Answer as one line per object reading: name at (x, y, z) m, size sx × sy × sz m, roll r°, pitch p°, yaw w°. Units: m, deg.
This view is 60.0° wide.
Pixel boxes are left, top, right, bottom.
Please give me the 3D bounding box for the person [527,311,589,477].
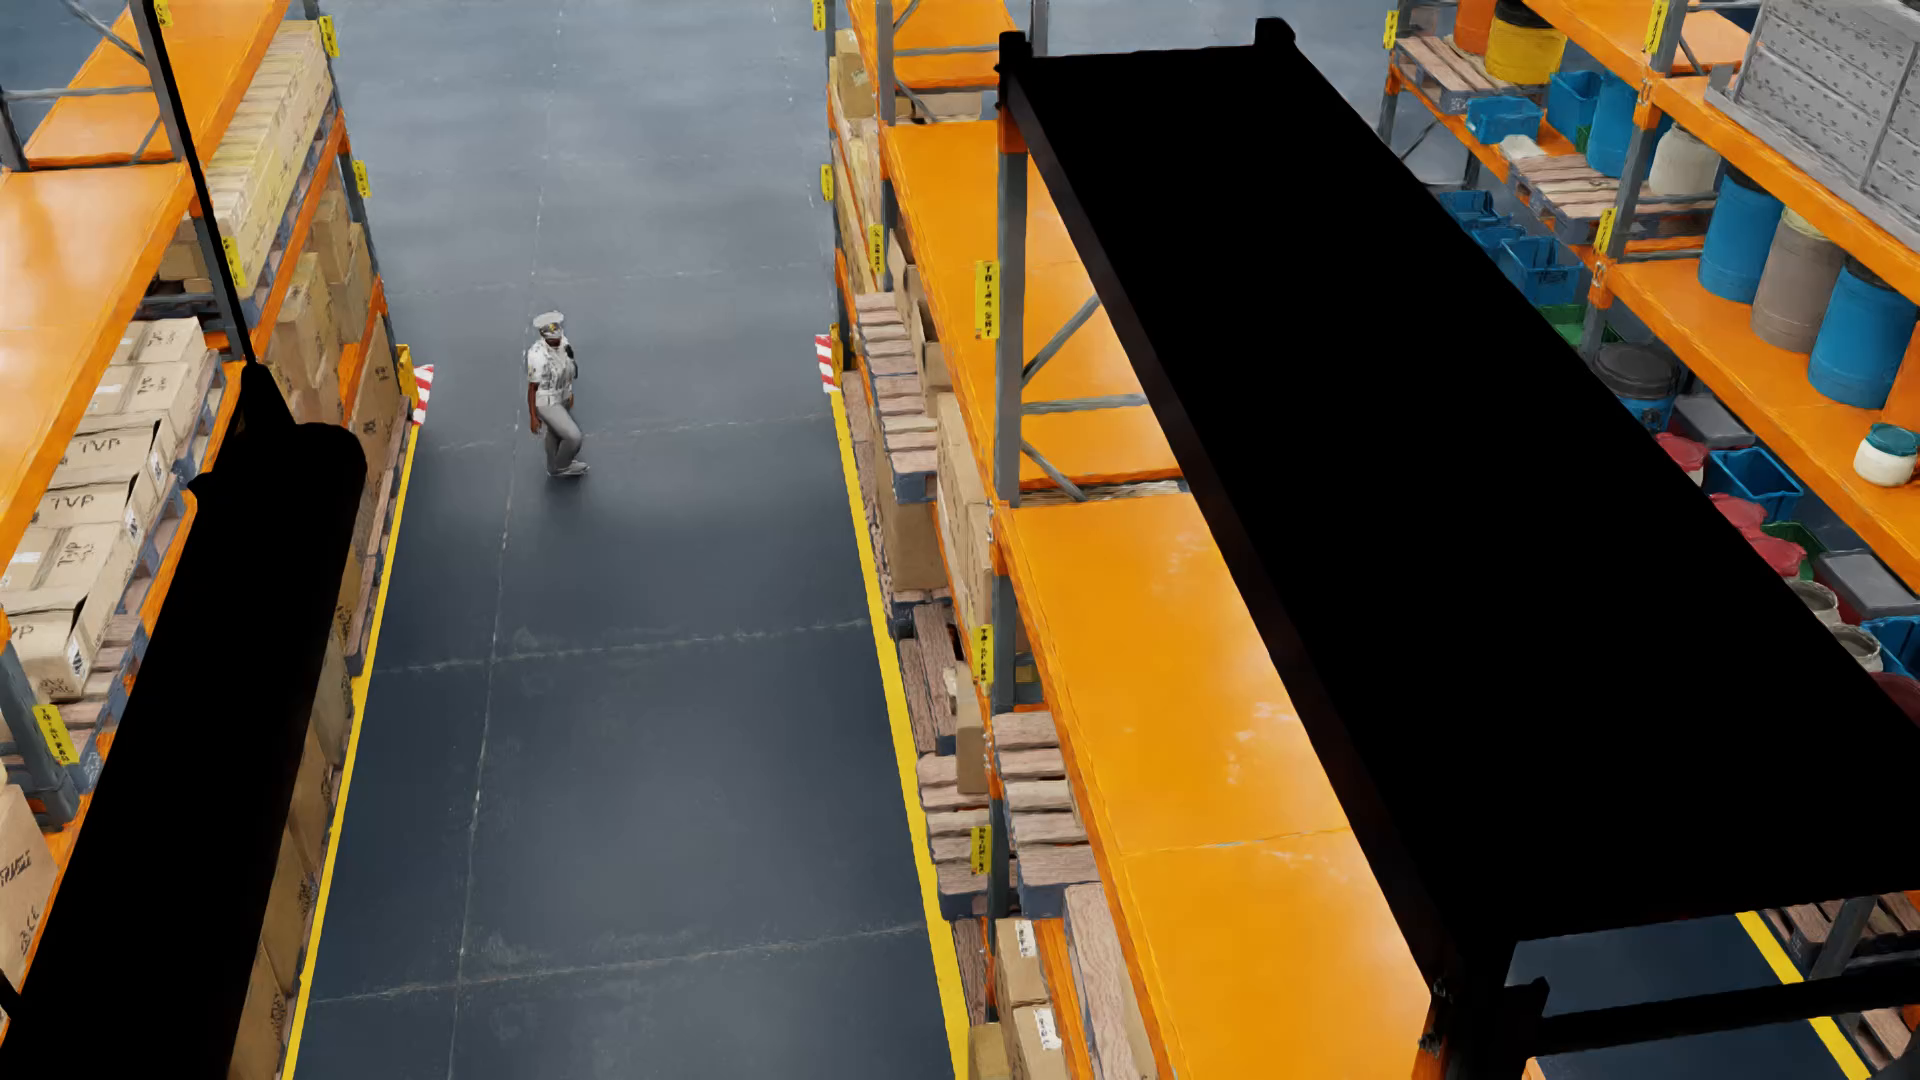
person at (-3.260, -1.105, 13.541) m, size 0.607 × 1.654 × 0.573 m, roll 12°, pitch 38°, yaw 16°
